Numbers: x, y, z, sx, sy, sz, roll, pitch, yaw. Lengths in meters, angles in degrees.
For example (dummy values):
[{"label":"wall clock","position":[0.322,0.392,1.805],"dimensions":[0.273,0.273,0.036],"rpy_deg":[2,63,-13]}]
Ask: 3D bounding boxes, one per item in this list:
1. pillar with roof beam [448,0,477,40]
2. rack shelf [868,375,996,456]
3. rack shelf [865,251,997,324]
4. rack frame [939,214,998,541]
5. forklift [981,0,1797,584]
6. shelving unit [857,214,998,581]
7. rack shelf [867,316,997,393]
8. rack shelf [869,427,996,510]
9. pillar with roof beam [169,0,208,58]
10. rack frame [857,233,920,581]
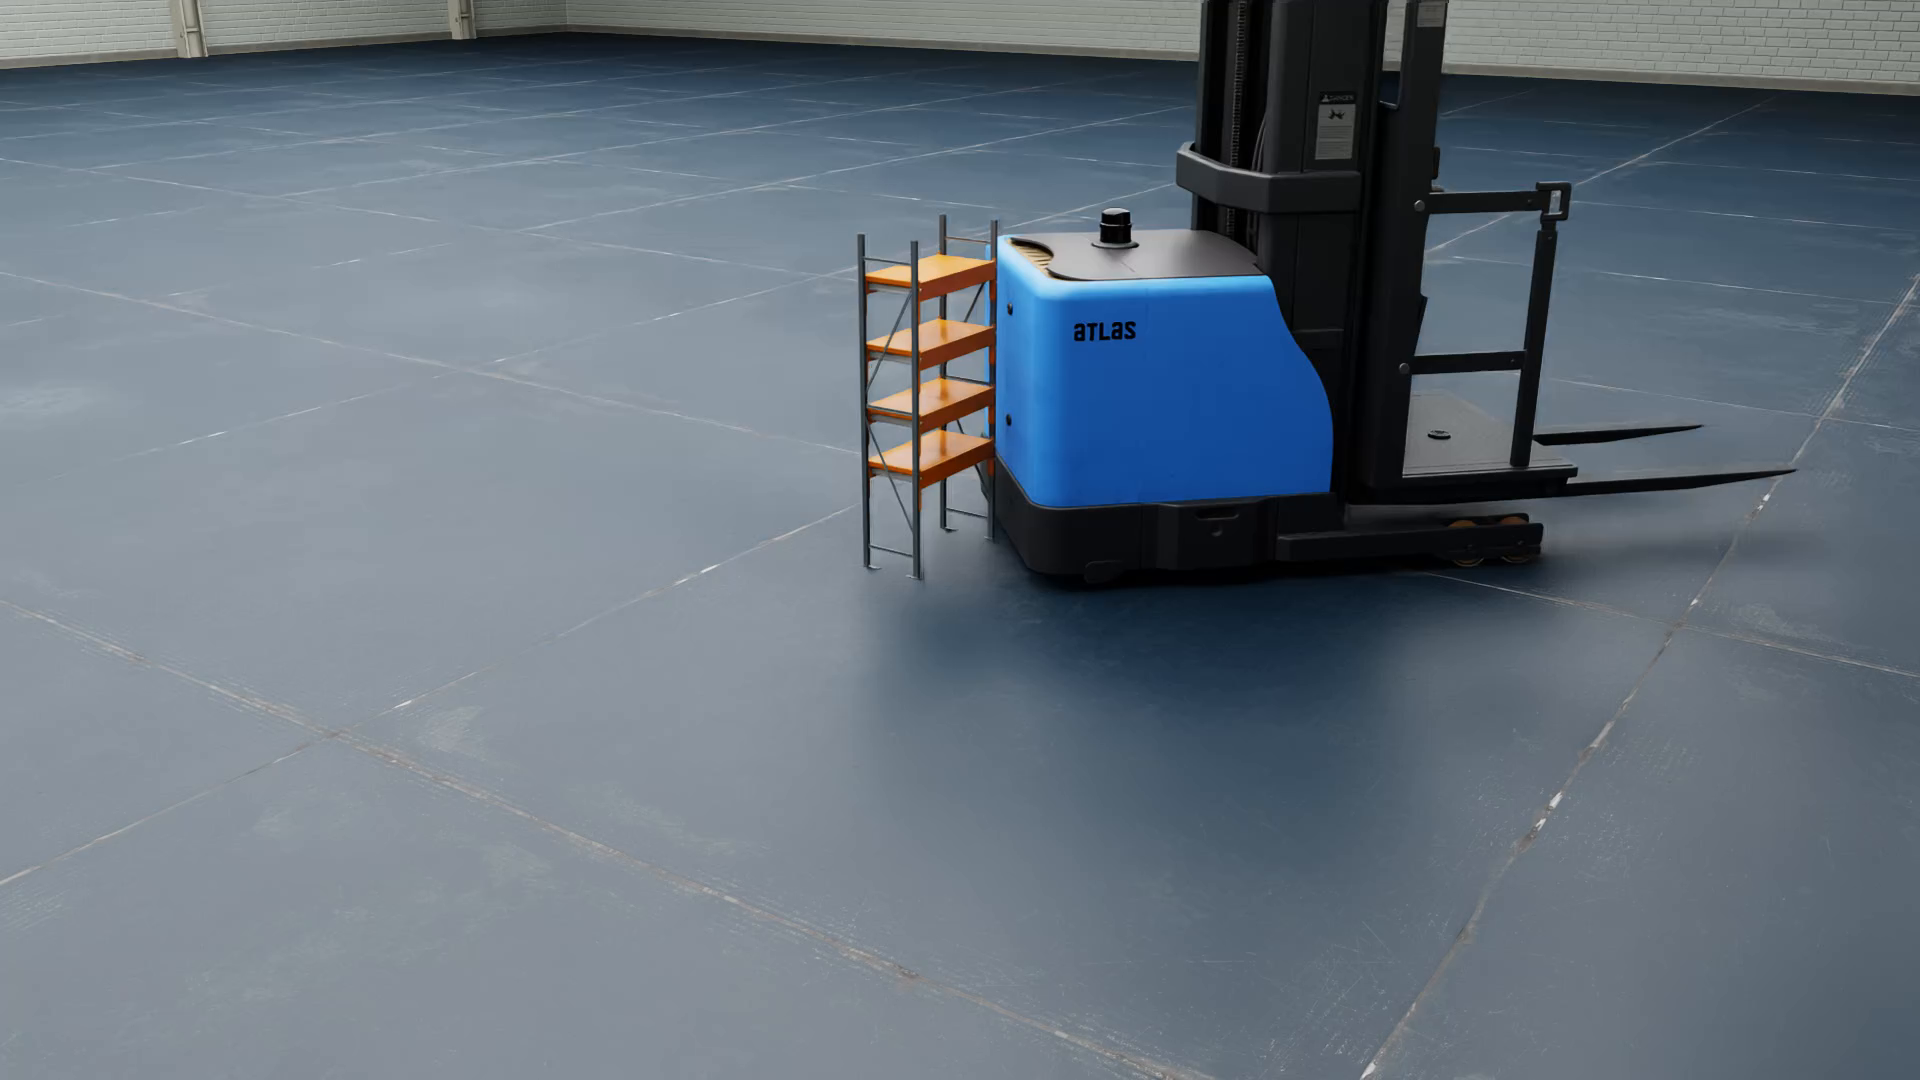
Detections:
[{"label":"pillar with roof beam","position":[-6.539,-13.588,30.029],"dimensions":[9.100,9.000,0.400],"rpy_deg":[13,24,32]},{"label":"rack shelf","position":[-0.108,-0.451,5.947],"dimensions":[0.258,0.148,0.480],"rpy_deg":[13,24,31]},{"label":"rack shelf","position":[-0.107,-0.883,5.787],"dimensions":[0.258,0.148,0.480],"rpy_deg":[13,24,31]},{"label":"rack frame","position":[0.028,-0.584,6.114],"dimensions":[0.240,1.200,0.015],"rpy_deg":[13,24,31]},{"label":"forklift","position":[1.649,-1.454,5.970],"dimensions":[3.031,2.935,1.130],"rpy_deg":[-4,21,-10]},{"label":"shelving unit","position":[-0.108,-0.514,5.923],"dimensions":[0.258,1.200,0.503],"rpy_deg":[13,24,31]},{"label":"rack shelf","position":[-0.107,-0.661,5.869],"dimensions":[0.258,0.148,0.480],"rpy_deg":[13,24,31]},{"label":"rack shelf","position":[-0.108,-0.265,6.016],"dimensions":[0.258,0.148,0.480],"rpy_deg":[13,24,31]},{"label":"pillar with roof beam","position":[-9.912,-11.867,25.375],"dimensions":[9.100,9.000,0.400],"rpy_deg":[13,24,32]},{"label":"rack frame","position":[-0.243,-0.444,5.733],"dimensions":[0.240,1.200,0.015],"rpy_deg":[13,24,31]}]
